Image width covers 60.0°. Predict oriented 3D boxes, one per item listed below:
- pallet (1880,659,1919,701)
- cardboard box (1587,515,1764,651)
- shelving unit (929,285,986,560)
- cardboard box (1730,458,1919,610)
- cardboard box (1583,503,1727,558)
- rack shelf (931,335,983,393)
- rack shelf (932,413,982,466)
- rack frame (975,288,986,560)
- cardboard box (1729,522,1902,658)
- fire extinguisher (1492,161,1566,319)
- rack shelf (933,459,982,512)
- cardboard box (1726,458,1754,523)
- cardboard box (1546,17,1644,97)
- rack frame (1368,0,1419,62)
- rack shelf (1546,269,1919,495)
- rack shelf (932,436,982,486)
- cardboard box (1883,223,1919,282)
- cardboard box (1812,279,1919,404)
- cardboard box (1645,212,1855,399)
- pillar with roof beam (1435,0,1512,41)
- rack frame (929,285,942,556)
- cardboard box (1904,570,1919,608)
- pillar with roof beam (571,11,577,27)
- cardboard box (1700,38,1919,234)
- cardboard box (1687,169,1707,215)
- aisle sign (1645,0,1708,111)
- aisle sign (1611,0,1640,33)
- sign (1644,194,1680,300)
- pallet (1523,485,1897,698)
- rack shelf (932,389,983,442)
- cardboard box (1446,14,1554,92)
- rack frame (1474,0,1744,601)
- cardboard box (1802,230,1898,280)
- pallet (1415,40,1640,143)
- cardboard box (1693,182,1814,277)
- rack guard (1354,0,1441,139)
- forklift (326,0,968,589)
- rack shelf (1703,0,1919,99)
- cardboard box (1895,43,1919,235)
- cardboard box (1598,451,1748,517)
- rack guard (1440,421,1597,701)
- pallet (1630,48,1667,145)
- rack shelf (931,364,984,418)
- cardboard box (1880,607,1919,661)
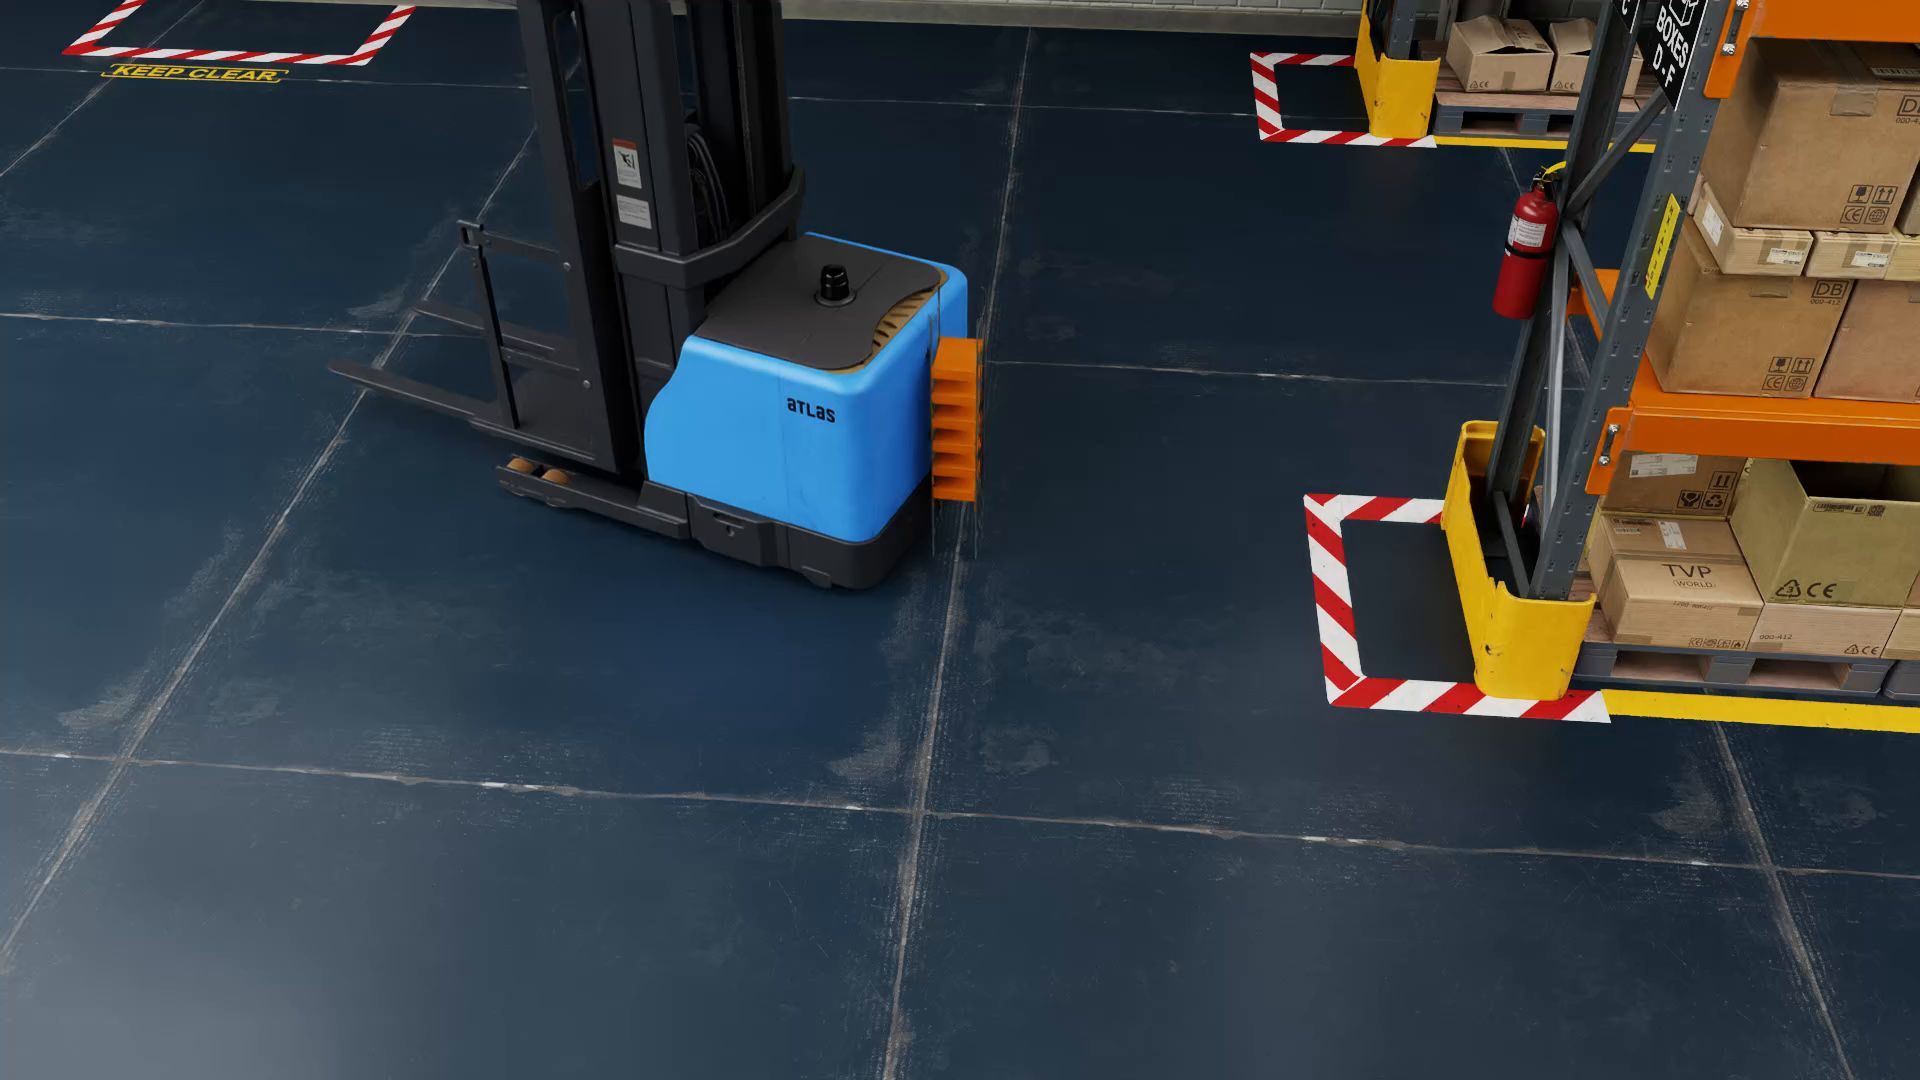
[{"bbox_3d":[4.252,0.256,6.768,1.213,0.211,1.003,3,39,4],"label":"pallet"},{"bbox_3d":[2.789,0.164,6.518,0.500,0.250,0.500,3,39,4],"label":"cardboard box"},{"bbox_3d":[-0.008,-0.463,6.869,0.189,1.200,0.258,5,39,6],"label":"shelving unit"},{"bbox_3d":[3.288,-0.101,6.249,0.500,0.500,0.500,3,39,4],"label":"cardboard box"},{"bbox_3d":[2.834,-0.162,6.918,0.500,0.250,0.500,3,39,4],"label":"cardboard box"},{"bbox_3d":[-0.008,-0.708,6.669,0.180,0.103,0.258,5,39,6],"label":"rack shelf"},{"bbox_3d":[-0.008,-0.429,6.897,0.180,0.103,0.258,5,39,6],"label":"rack shelf"},{"bbox_3d":[0.082,-0.455,6.859,0.006,1.200,0.240,5,39,6],"label":"rack frame"},{"bbox_3d":[3.288,0.189,6.487,0.500,0.250,0.500,3,39,4],"label":"cardboard box"},{"bbox_3d":[2.196,-1.177,6.381,0.183,0.674,0.296,3,39,4],"label":"fire extinguisher"},{"bbox_3d":[-0.008,-0.243,7.048,0.180,0.103,0.258,5,39,6],"label":"rack shelf"},{"bbox_3d":[3.333,-0.142,6.894,0.500,0.250,0.500,3,39,4],"label":"cardboard box"},{"bbox_3d":[3.947,-3.027,10.374,0.500,0.311,0.500,6,40,8],"label":"cardboard box"},{"bbox_3d":[2.698,-4.024,9.818,0.127,3.000,1.000,3,39,4],"label":"rack frame"},{"bbox_3d":[4.267,-0.521,6.083,4.000,0.370,1.077,3,39,4],"label":"rack shelf"},{"bbox_3d":[-0.008,-0.336,6.972,0.180,0.103,0.258,5,39,6],"label":"rack shelf"},{"bbox_3d":[3.158,-1.015,5.528,0.250,0.149,0.380,3,39,4],"label":"cardboard box"},{"bbox_3d":[3.262,-0.888,5.886,0.500,0.500,0.700,4,39,5],"label":"cardboard box"},{"bbox_3d":[2.738,-0.914,5.917,0.500,0.500,0.700,3,39,4],"label":"cardboard box"},{"bbox_3d":[3.098,-4.149,5.219,0.400,9.000,9.100,3,39,4],"label":"pillar with roof beam"},{"bbox_3d":[-0.099,-0.471,6.879,0.006,1.200,0.240,5,39,6],"label":"rack frame"},{"bbox_3d":[3.787,-0.082,6.225,0.500,0.500,0.500,3,39,4],"label":"cardboard box"},{"bbox_3d":[-2.879,-4.476,5.621,0.400,9.000,9.100,3,39,4],"label":"pillar with roof beam"},{"bbox_3d":[2.791,-1.414,5.504,0.500,0.500,0.700,3,39,4],"label":"cardboard box"},{"bbox_3d":[2.671,-1.298,5.875,0.250,0.149,0.380,3,39,3],"label":"cardboard box"},{"bbox_3d":[2.182,-1.728,4.937,0.004,0.787,0.394,3,39,4],"label":"aisle sign"},{"bbox_3d":[2.234,-2.105,5.401,0.004,0.787,0.394,3,39,4],"label":"aisle sign"},{"bbox_3d":[2.220,-0.926,5.263,0.005,0.325,0.100,3,39,4],"label":"sign"},{"bbox_3d":[3.040,0.188,6.851,1.213,0.211,1.003,3,39,4],"label":"pallet"},{"bbox_3d":[-0.008,-0.522,6.821,0.180,0.103,0.258,5,39,6],"label":"rack shelf"},{"bbox_3d":[3.379,-3.058,10.412,0.500,0.311,0.500,-1,39,-1],"label":"cardboard box"},{"bbox_3d":[2.274,-0.909,5.990,0.127,3.000,1.000,3,39,4],"label":"rack frame"},{"bbox_3d":[2.910,-1.029,5.545,0.250,0.149,0.380,2,39,3],"label":"cardboard box"},{"bbox_3d":[3.580,-2.872,10.611,1.213,0.211,1.003,3,39,4],"label":"pallet"},{"bbox_3d":[2.646,-1.042,5.561,0.250,0.149,0.380,3,39,4],"label":"cardboard box"},{"bbox_3d":[2.774,-3.051,10.602,0.348,0.500,1.175,3,39,4],"label":"rack guard"},{"bbox_3d":[-1.510,-1.565,6.851,3.031,2.935,1.130,17,42,20],"label":"forklift"},{"bbox_3d":[4.267,-1.684,5.136,4.000,0.370,1.077,3,39,4],"label":"rack shelf"},{"bbox_3d":[3.315,-1.389,5.473,0.500,0.500,0.700,2,39,3],"label":"cardboard box"},{"bbox_3d":[2.834,-0.454,6.683,0.500,0.500,0.500,3,39,4],"label":"cardboard box"},{"bbox_3d":[2.250,0.060,6.781,0.348,0.500,1.175,3,39,4],"label":"rack guard"},{"bbox_3d":[4.792,-2.804,10.528,1.213,0.211,1.003,3,39,4],"label":"pallet"},{"bbox_3d":[-0.008,-0.615,6.745,0.180,0.103,0.258,5,39,6],"label":"rack shelf"},{"bbox_3d":[3.786,0.217,6.453,0.500,0.250,0.500,3,39,4],"label":"cardboard box"}]
